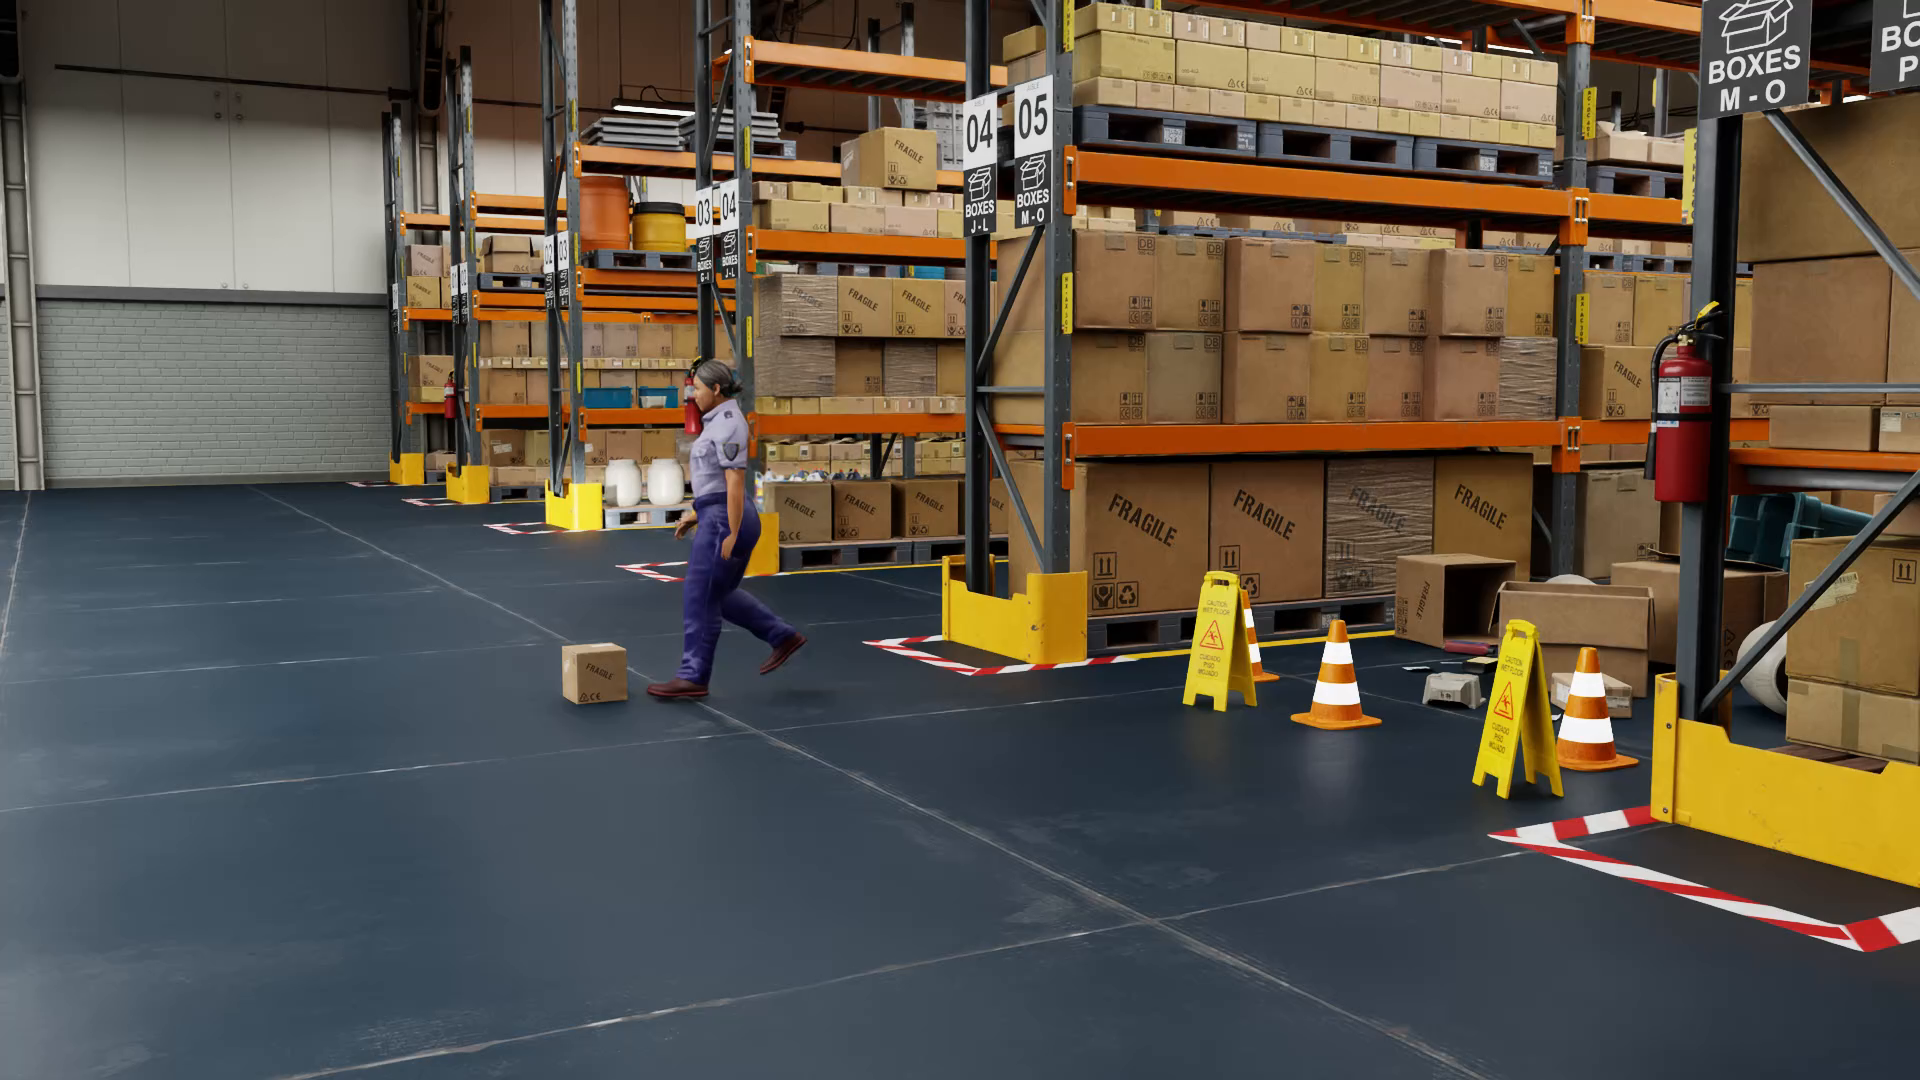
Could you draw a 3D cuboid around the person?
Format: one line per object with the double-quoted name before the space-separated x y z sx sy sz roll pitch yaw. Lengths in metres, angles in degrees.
"person" -1.144 -0.064 8.161 0.787 1.628 0.482 0 5 -5
